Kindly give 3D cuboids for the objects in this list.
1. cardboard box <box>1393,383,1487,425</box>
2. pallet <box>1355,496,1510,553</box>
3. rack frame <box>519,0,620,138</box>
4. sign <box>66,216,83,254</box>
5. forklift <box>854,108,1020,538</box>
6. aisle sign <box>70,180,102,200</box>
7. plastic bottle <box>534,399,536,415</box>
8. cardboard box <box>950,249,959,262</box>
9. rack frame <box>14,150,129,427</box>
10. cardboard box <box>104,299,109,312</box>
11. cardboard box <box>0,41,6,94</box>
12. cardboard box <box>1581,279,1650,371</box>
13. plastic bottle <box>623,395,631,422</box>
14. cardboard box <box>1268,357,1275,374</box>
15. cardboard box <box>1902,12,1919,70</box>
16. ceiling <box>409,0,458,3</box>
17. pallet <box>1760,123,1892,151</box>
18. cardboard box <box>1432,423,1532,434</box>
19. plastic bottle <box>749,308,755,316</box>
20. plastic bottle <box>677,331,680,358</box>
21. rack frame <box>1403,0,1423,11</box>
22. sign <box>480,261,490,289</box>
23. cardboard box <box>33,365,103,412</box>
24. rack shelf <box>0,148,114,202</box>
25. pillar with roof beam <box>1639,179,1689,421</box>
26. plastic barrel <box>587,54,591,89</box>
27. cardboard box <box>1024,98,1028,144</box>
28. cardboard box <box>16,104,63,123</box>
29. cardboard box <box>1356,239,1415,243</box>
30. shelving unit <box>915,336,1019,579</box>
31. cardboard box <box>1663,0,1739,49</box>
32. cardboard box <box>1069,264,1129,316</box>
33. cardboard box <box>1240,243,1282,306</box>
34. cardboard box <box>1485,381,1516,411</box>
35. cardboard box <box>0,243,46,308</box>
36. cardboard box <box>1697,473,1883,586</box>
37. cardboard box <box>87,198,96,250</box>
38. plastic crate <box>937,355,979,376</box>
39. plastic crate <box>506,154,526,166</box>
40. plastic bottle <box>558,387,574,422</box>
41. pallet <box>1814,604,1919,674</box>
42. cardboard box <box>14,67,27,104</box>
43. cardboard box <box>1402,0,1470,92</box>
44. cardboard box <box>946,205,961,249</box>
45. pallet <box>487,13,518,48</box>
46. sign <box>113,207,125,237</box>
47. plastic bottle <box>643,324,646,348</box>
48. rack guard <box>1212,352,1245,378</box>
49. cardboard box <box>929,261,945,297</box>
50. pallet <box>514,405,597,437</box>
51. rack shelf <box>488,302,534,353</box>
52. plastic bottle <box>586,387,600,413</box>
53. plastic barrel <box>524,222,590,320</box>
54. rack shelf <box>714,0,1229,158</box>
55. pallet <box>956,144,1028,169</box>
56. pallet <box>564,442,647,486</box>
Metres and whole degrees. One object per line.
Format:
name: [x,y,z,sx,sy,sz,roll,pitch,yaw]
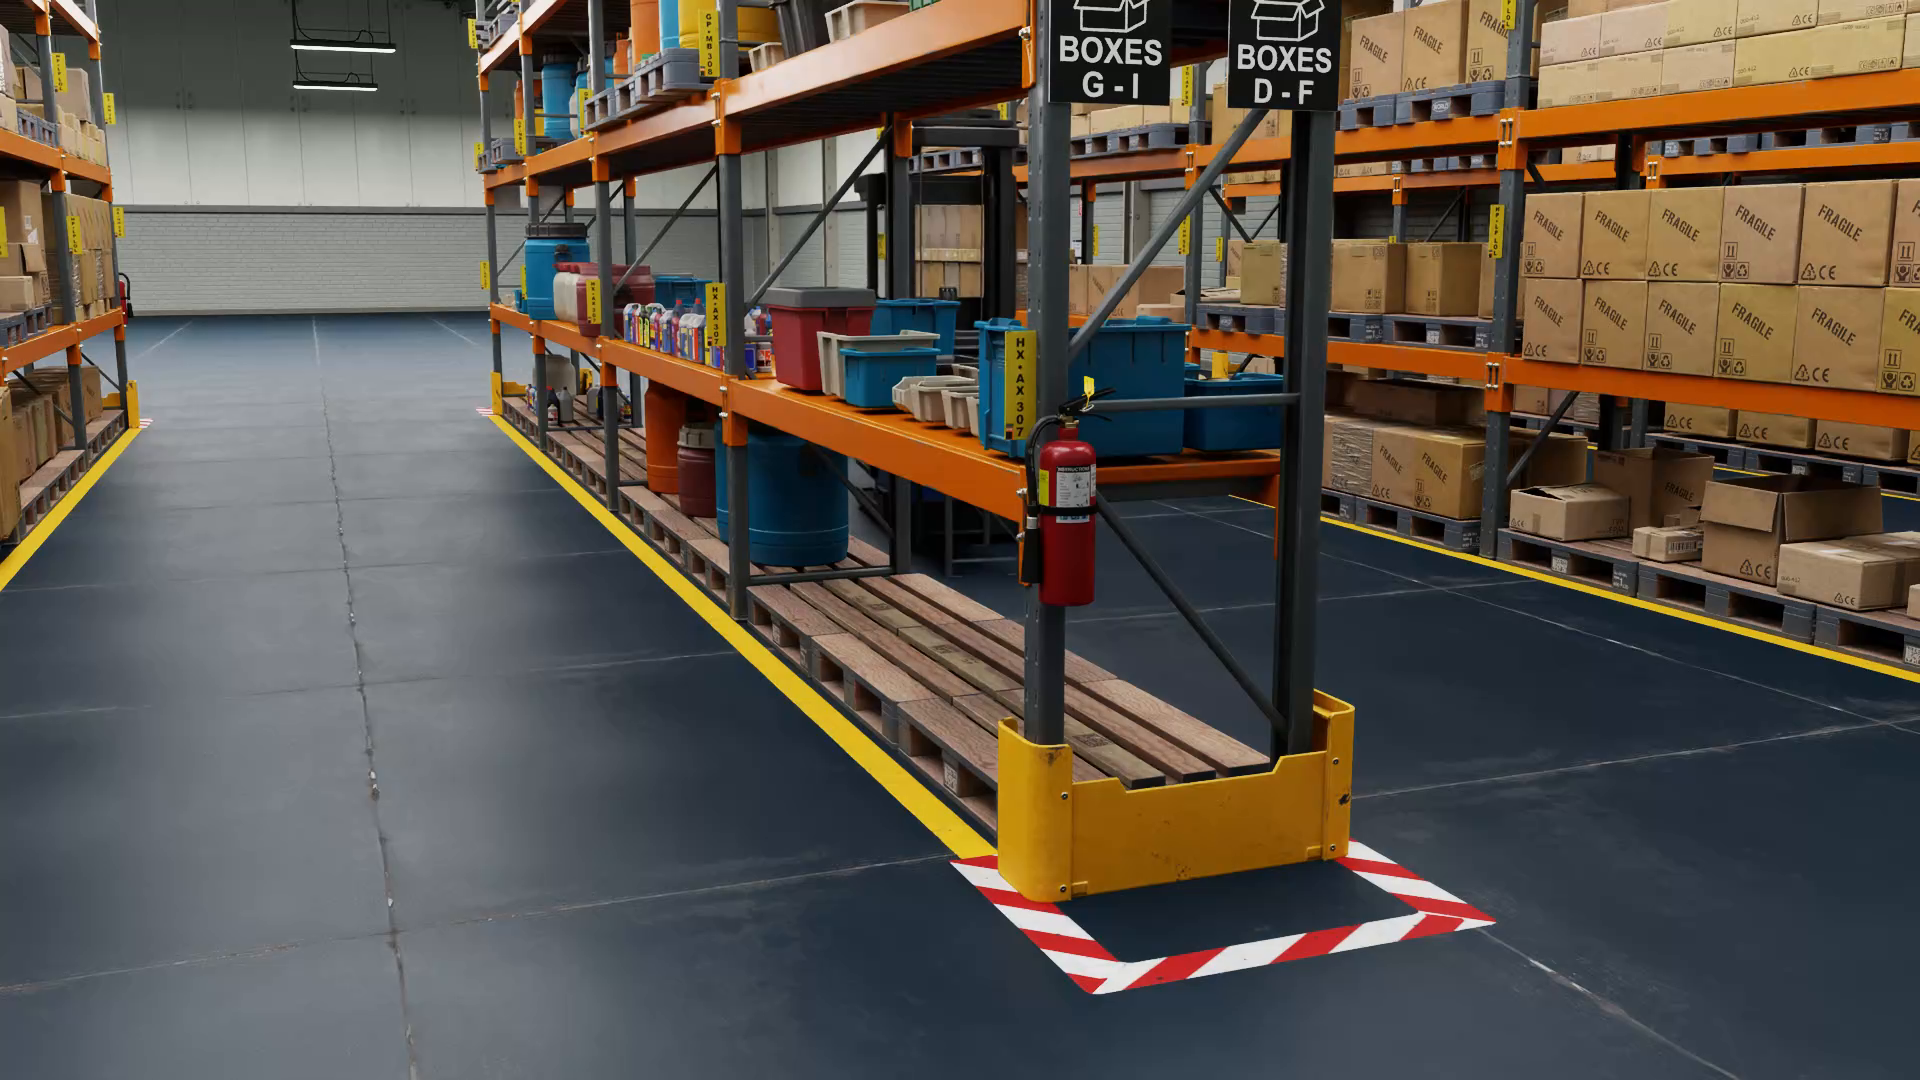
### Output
cardboard box: [3.547,-1.001,12.225,0.500,0.250,0.500,-4,11,-21]
pallet: [3.528,-0.146,11.639,1.003,0.211,1.213,-4,11,-21]
rack frame: [-3.659,-5.334,15.714,1.000,3.000,0.127,-4,11,-21]
sign: [-7.760,-2.672,14.572,0.100,0.325,0.005,-4,11,-21]
forklift: [-0.183,-1.665,12.409,1.130,2.935,3.031,-2,10,-11]
aisle sign: [-9.468,-4.028,18.079,0.394,0.787,0.004,-4,11,-21]
plastic bottle: [-4.472,-1.435,17.656,0.097,0.201,0.097,0,10,0]
cardboard box: [0.103,-3.344,19.519,0.380,0.149,0.250,-4,11,-19]
rack frame: [-9.725,-2.719,18.143,1.000,3.000,0.127,-4,11,-21]
cardboard box: [-9.201,-2.484,17.536,0.380,0.149,0.250,-4,11,-21]
cardboard box: [-6.937,-3.362,11.476,0.500,0.500,0.500,-4,11,-21]
cardboard box: [3.977,-1.254,9.620,0.500,0.500,0.500,-4,11,-20]
plastic bottle: [-3.366,-1.334,16.889,0.097,0.271,0.097,0,10,0]
cardboard box: [4.498,-2.344,22.451,0.500,0.311,0.500,-3,11,-16]
cardboard box: [4.704,-2.288,7.582,0.500,0.250,0.500,-4,11,-21]
ceiling: [-12.380,-15.426,46.753,6.000,0.001,6.000,-4,11,-21]
pallet: [7.715,-3.456,14.260,1.003,0.211,1.213,-3,11,-18]
cardboard box: [3.706,-0.555,11.859,0.500,0.500,0.500,-4,11,-20]
plastic bottle: [-1.487,-1.536,11.858,0.097,0.271,0.097,0,10,0]
plastic bottle: [-1.720,-1.240,10.393,0.097,0.201,0.097,0,10,0]
rack frame: [5.574,-5.963,19.249,1.000,3.000,0.127,-4,11,-21]
sign: [-5.623,-3.136,19.693,0.100,0.325,0.005,-4,11,-21]
cardboard box: [-9.515,-1.592,17.746,0.500,0.500,0.500,-2,10,-10]
rack shelf: [-9.000,-3.516,16.108,1.077,0.370,4.000,-4,11,-21]
pillar with roof beam: [3.346,-5.304,15.544,9.100,9.000,0.400,-4,11,-21]
plastic barrel: [-3.036,-3.928,14.943,0.600,0.901,0.600,0,10,0]
cardboard box: [1.022,-4.595,18.239,0.500,0.500,0.500,-3,11,-16]
cardboard box: [-8.106,-3.738,14.596,0.380,0.149,0.250,-4,11,-23]
cardboard box: [5.115,-3.372,20.043,0.500,0.500,0.500,-4,11,-21]
shelving unit: [0.053,-0.601,10.518,0.538,1.500,1.048,-2,10,-11]
cardboard box: [4.155,-2.779,8.913,0.500,0.250,0.500,-4,11,-21]
cardboard box: [1.413,-2.531,16.800,0.500,0.500,0.500,-3,11,-17]
cardboard box: [2.741,-2.202,13.749,0.700,0.500,0.500,-9,13,-40]
cardboard box: [6.238,-1.709,18.346,0.700,0.500,0.500,-4,11,-20]
cardboard box: [-7.561,-2.047,12.869,0.797,0.503,0.637,-3,10,-15]
cardboard box: [4.543,-0.070,9.120,0.797,0.503,0.637,-4,11,-21]
cardboard box: [-8.757,-3.088,16.226,0.500,0.500,0.500,-4,11,-21]
plastic crate: [-0.104,-0.803,7.986,0.437,0.125,0.590,-4,11,-21]
plastic crate: [-4.618,-3.964,17.328,0.243,0.136,0.396,-4,11,-21]
plastic bottle: [-4.027,-1.389,16.972,0.144,0.351,0.185,-4,11,-21]
pallet: [4.990,0.495,8.037,1.003,0.211,1.213,-4,11,-21]
cardboard box: [-9.439,-4.379,16.343,0.500,0.500,0.500,-4,11,-21]
cardboard box: [3.480,-3.365,11.439,0.600,0.600,0.600,-4,11,-22]
cardboard box: [0.246,-3.700,19.667,0.700,0.500,0.500,-4,11,-21]
pallet: [-4.430,-5.377,17.633,1.003,0.211,1.213,-4,11,-21]
sign: [-9.201,-3.477,18.193,0.100,0.325,0.005,-4,11,-21]
plastic bottle: [-2.122,-1.421,11.411,0.097,0.201,0.097,0,10,0]
rack guard: [4.152,-2.419,23.594,1.175,0.500,0.348,-4,11,-21]
cardboard box: [0.036,-3.153,20.294,0.700,0.500,0.500,-4,11,-21]
pallet: [-4.310,-1.320,18.236,1.003,0.211,1.213,-4,11,-21]
rack shelf: [-4.384,-2.353,18.138,1.077,0.370,4.000,-4,11,-21]
plastic bottle: [-3.917,-1.501,17.815,0.152,0.276,0.135,-4,11,-21]
plastic barrel: [-3.802,-2.545,15.733,0.600,0.901,0.708,-4,11,-21]
rack shelf: [-0.036,-1.871,6.863,1.077,0.370,4.000,-4,11,-21]
pallet: [0.625,-4.265,18.522,1.003,0.211,1.213,-4,11,-21]
pallet: [-2.893,-0.683,14.655,1.003,0.211,1.213,-4,11,-21]
